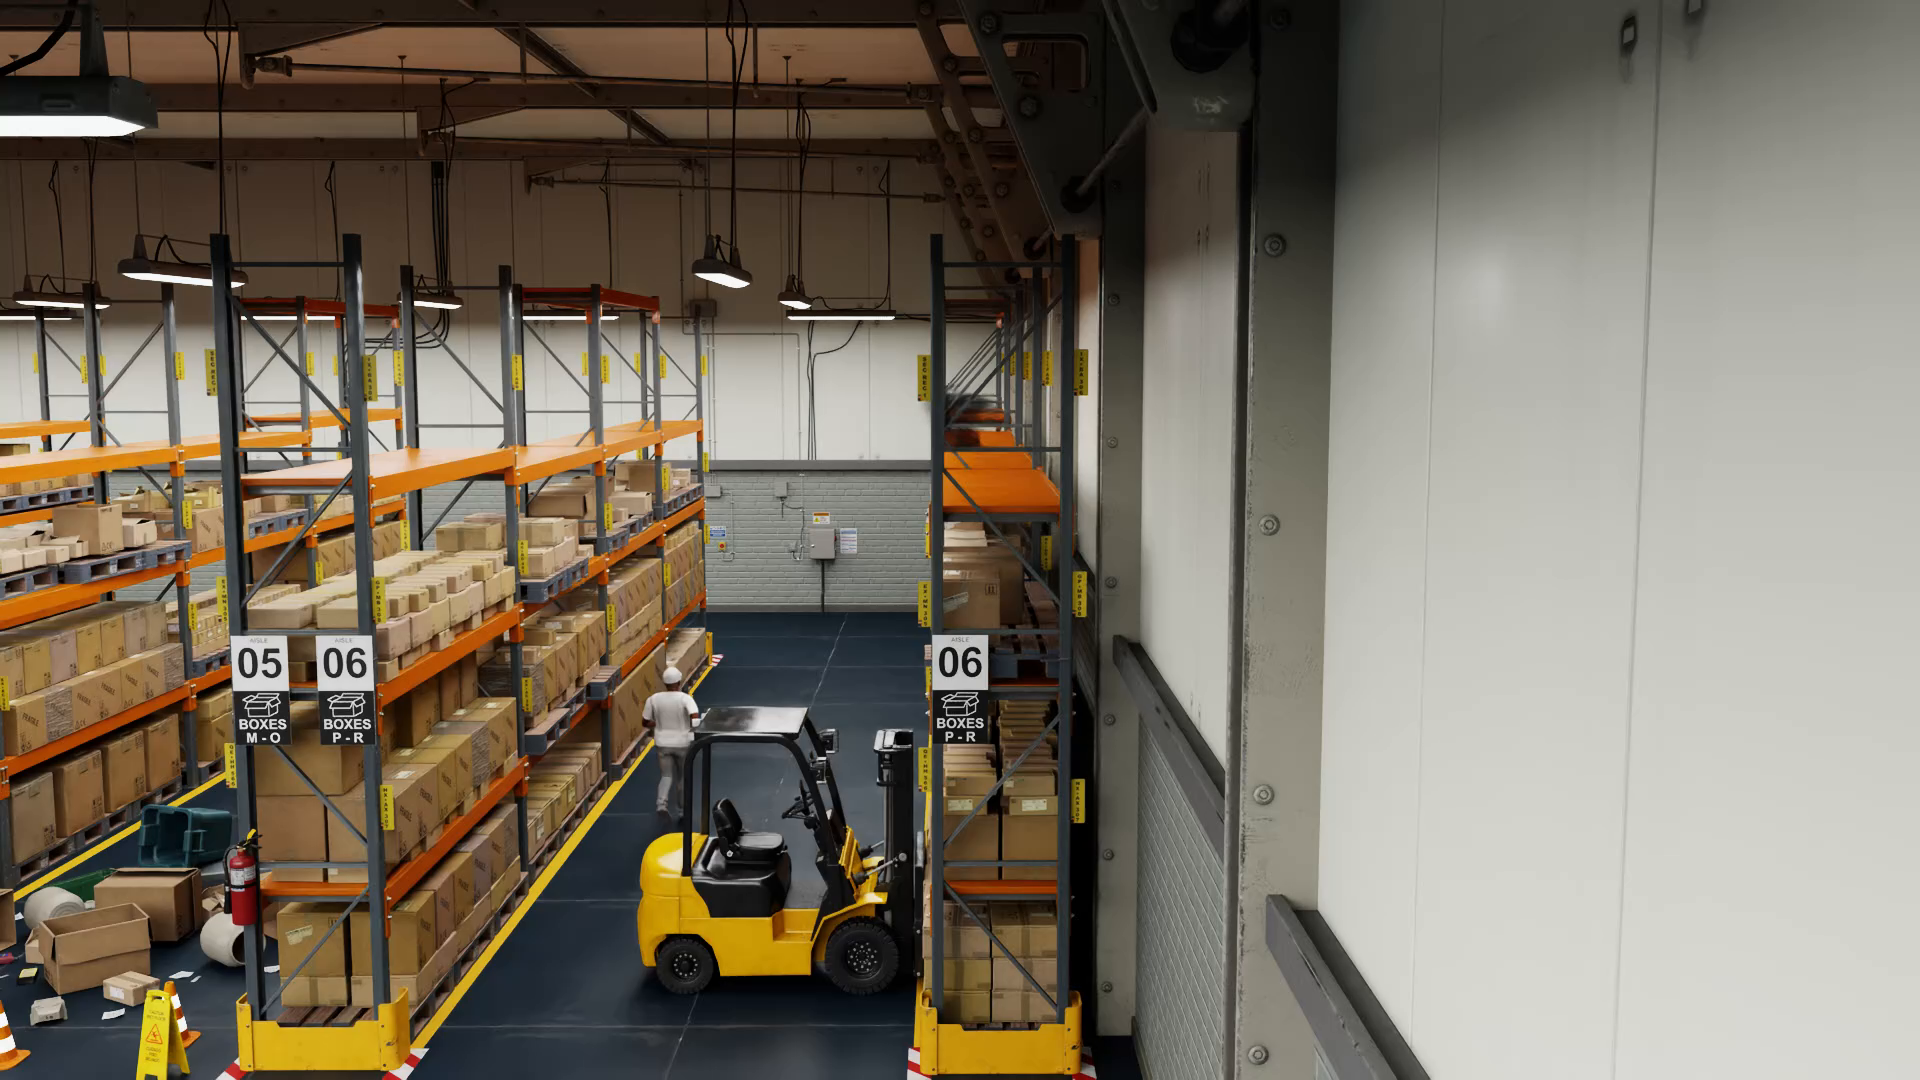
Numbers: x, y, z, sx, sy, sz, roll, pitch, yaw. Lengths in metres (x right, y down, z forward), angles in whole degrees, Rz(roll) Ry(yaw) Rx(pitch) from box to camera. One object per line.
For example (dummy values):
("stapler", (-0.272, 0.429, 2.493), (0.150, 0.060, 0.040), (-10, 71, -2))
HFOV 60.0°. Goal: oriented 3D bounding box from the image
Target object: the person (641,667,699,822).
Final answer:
("person", (-3.156, 2.271, 18.283), (0.689, 1.773, 0.969), (0, 6, 2))
